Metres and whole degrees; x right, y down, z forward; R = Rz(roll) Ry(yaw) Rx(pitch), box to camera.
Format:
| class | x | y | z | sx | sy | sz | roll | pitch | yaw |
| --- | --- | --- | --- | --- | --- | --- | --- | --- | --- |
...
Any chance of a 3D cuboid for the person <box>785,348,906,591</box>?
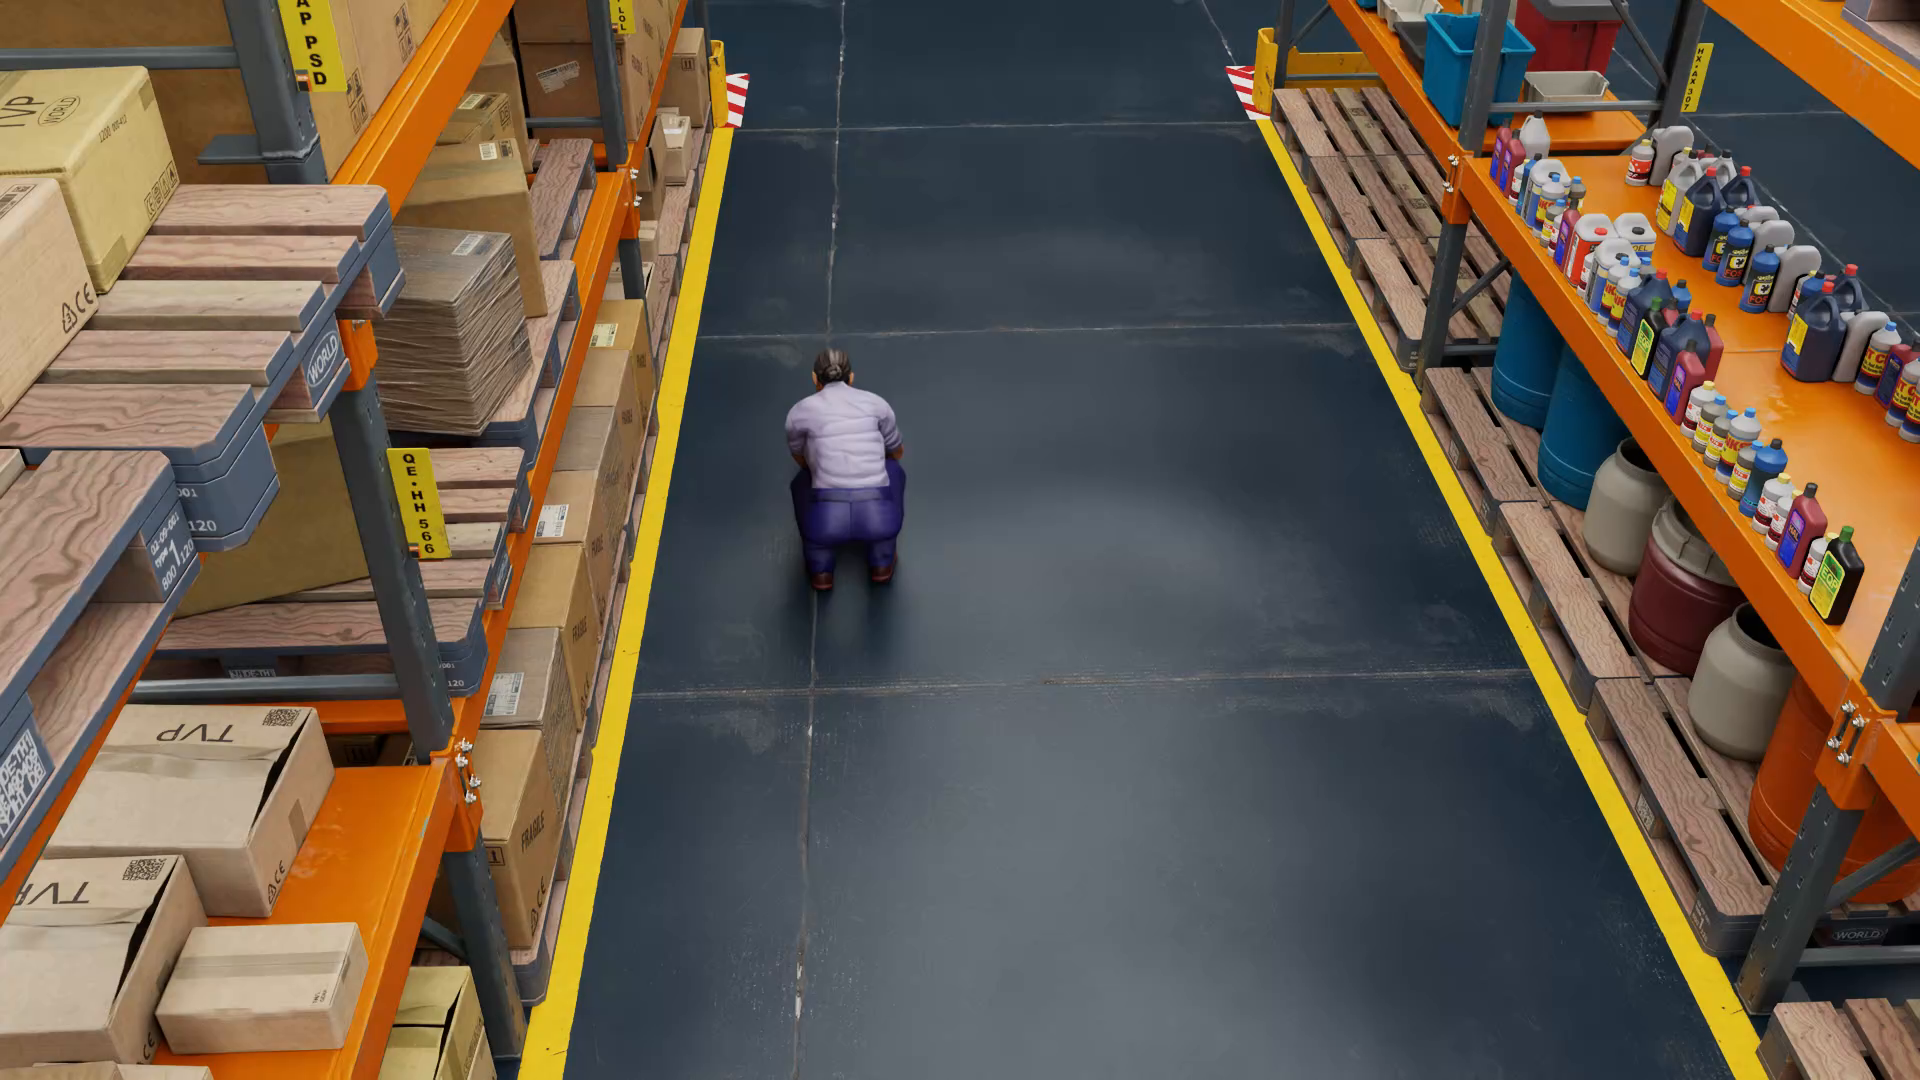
| class | x | y | z | sx | sy | sz | roll | pitch | yaw |
| --- | --- | --- | --- | --- | --- | --- | --- | --- | --- |
| person | -0.493 | -0.292 | 7.216 | 0.520 | 0.910 | 0.832 | -1 | 35 | -2 |
